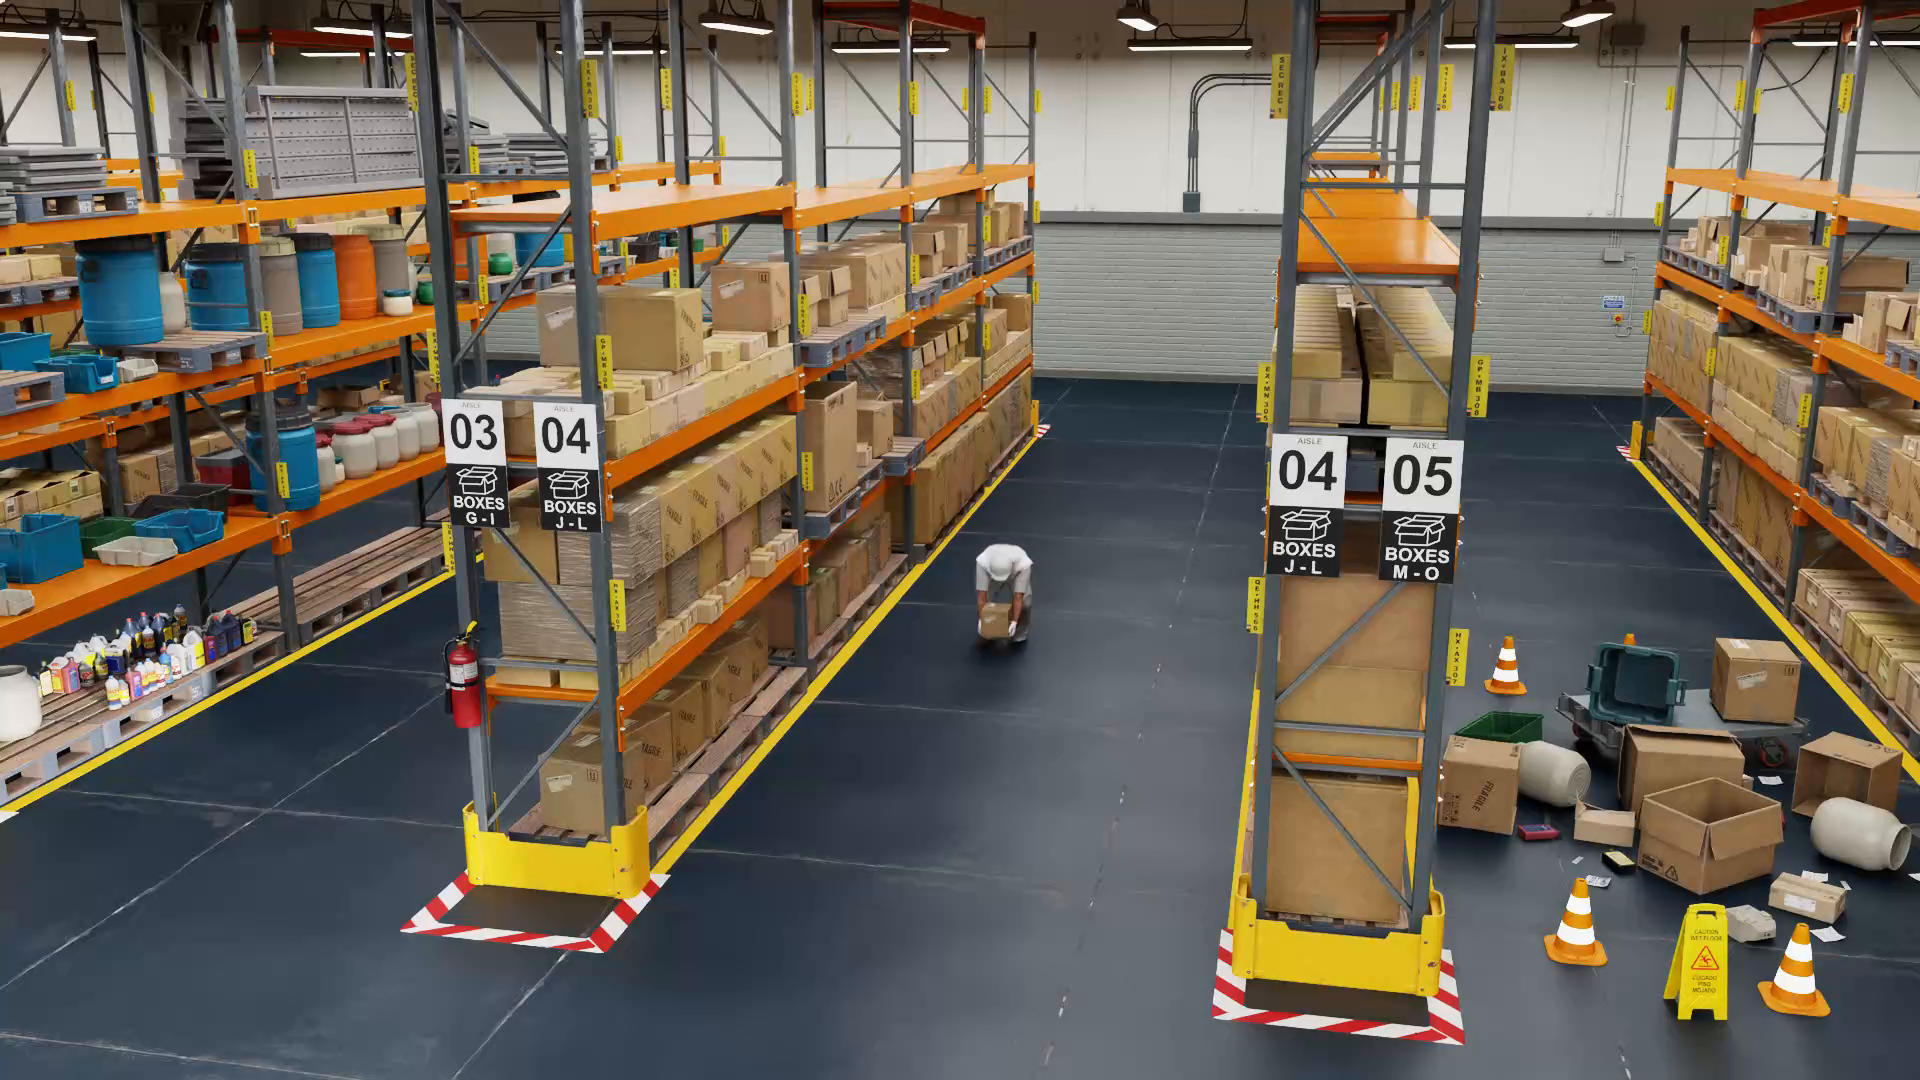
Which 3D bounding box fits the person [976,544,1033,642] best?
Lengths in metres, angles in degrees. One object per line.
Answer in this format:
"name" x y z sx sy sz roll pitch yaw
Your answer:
"person" 0.424 0.497 15.630 0.547 0.993 0.966 2 15 9
